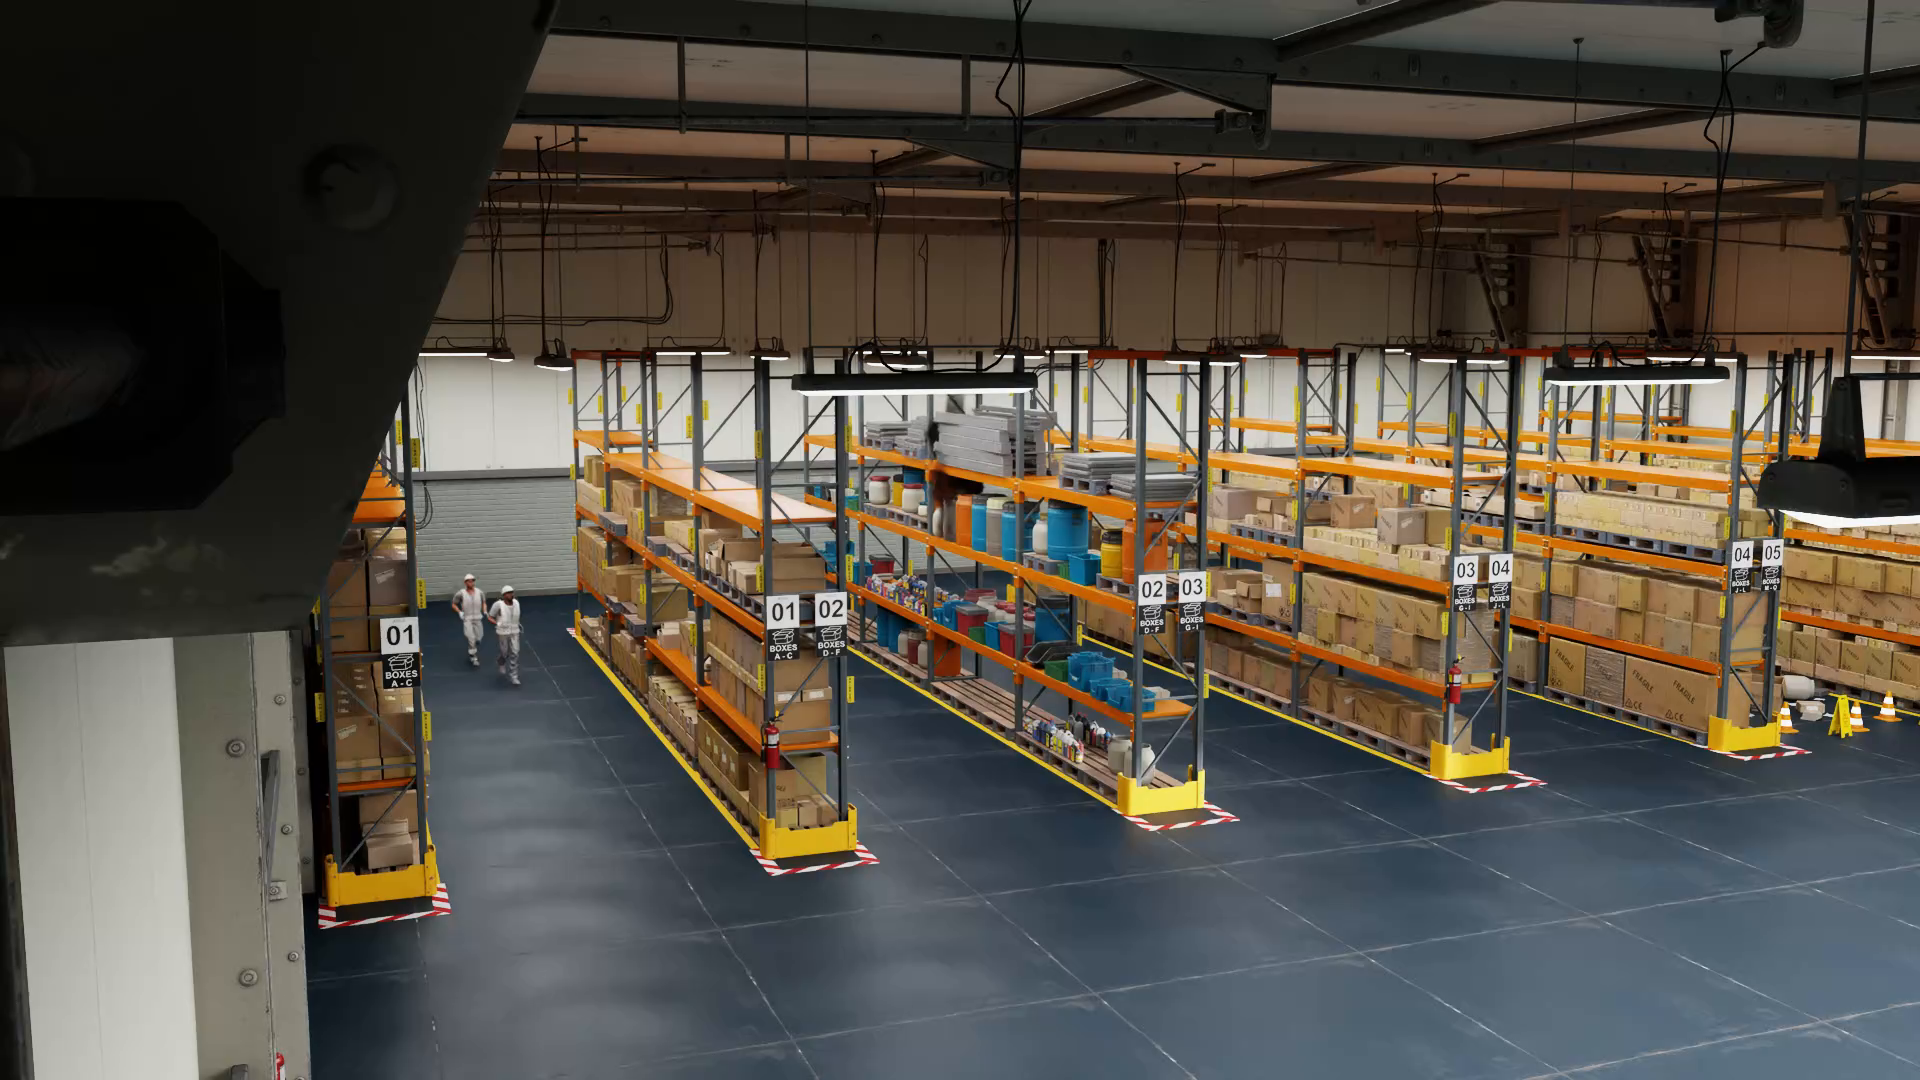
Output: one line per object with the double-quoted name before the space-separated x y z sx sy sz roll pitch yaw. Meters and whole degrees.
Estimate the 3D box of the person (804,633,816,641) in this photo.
"person" -2.686 1.580 30.257 0.347 1.546 0.534 -2 7 -18

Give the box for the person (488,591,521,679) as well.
"person" -8.248 1.688 30.216 0.671 1.669 0.693 -6 9 -38

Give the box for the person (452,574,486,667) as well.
"person" -9.371 1.521 31.834 0.628 1.750 0.677 -4 8 -32
